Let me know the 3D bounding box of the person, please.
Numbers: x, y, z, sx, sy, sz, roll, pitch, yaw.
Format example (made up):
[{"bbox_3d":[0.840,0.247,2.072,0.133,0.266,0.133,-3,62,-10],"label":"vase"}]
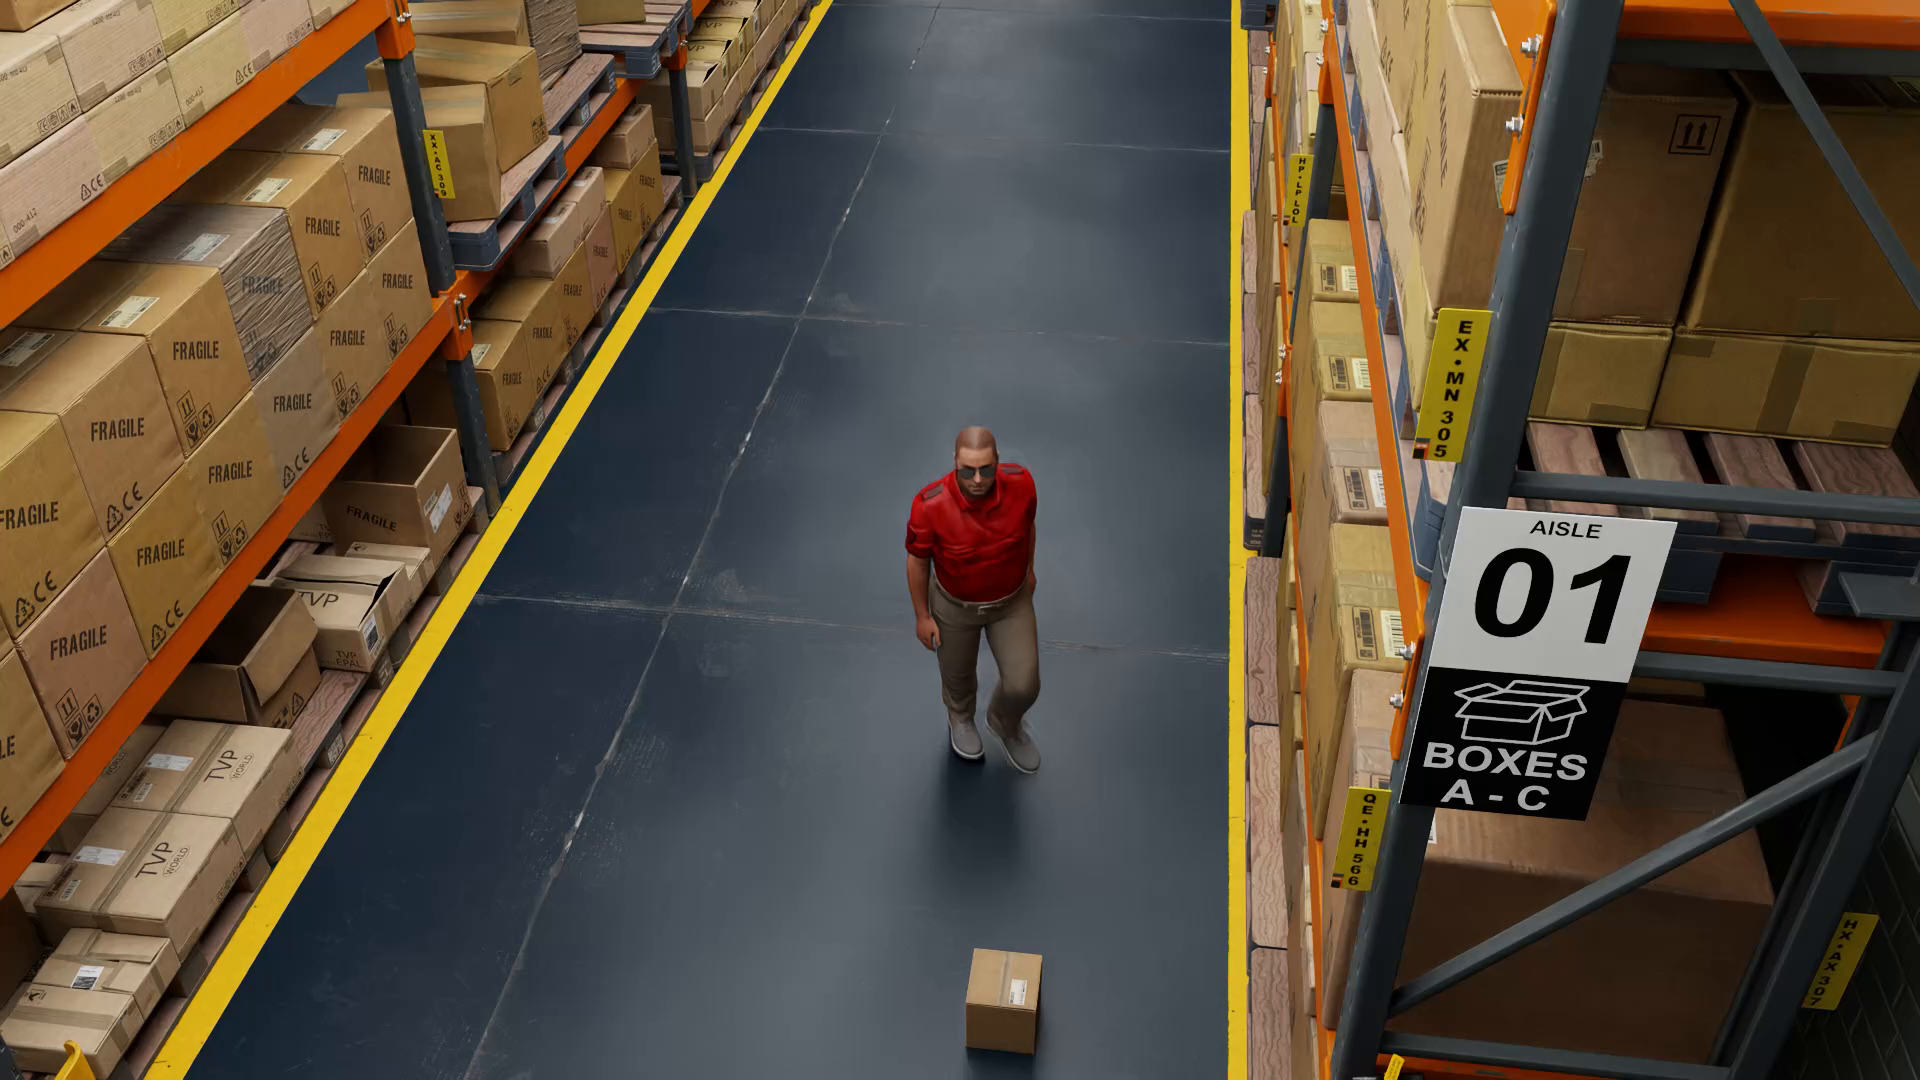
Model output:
[{"bbox_3d":[0.059,0.242,6.720,0.570,1.739,0.528,-8,37,-11],"label":"person"}]
